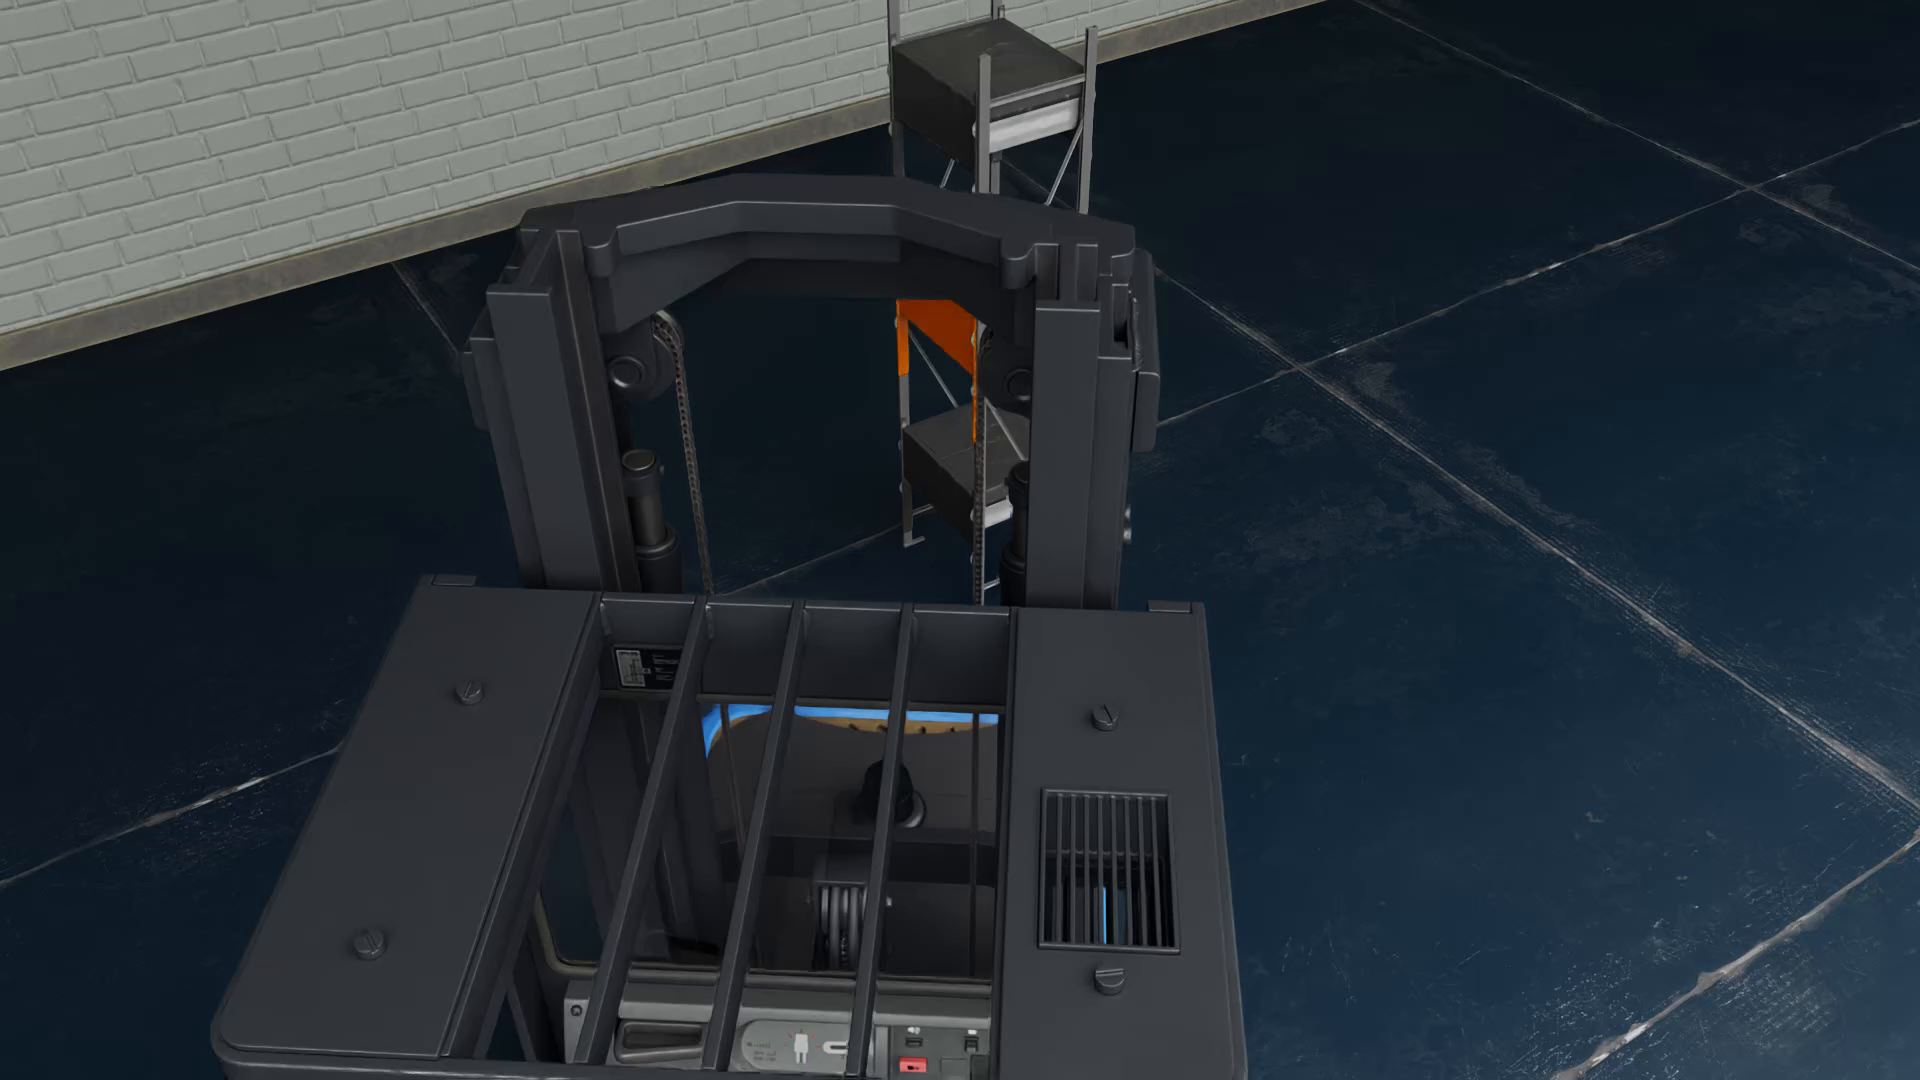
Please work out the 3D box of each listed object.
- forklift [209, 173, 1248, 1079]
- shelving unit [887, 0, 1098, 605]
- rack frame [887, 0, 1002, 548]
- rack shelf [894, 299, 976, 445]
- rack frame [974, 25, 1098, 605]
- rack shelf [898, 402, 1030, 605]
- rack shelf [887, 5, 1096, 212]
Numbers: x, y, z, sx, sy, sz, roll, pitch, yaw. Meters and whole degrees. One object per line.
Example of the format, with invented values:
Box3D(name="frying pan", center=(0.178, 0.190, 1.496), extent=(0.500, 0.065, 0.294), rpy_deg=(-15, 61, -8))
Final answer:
Box3D(name="forklift", center=(-0.224, 1.049, 2.701), extent=(1.130, 2.935, 3.031), rpy_deg=(2, 40, 2))
Box3D(name="shelving unit", center=(0.089, -0.717, 5.471), extent=(0.431, 2.100, 0.503), rpy_deg=(-22, 45, -24))
Box3D(name="rack frame", center=(-0.042, -0.849, 5.629), extent=(0.400, 2.100, 0.015), rpy_deg=(-22, 45, -24))
Box3D(name="rack shelf", center=(0.089, -0.707, 5.479), extent=(0.431, 0.518, 0.480), rpy_deg=(-22, 45, -24))
Box3D(name="rack frame", center=(0.220, -0.586, 5.313), extent=(0.400, 2.100, 0.015), rpy_deg=(-22, 45, -24))
Box3D(name="rack shelf", center=(0.089, -0.169, 5.927), extent=(0.431, 0.518, 0.480), rpy_deg=(-22, 45, -24))
Box3D(name="rack shelf", center=(0.089, -1.245, 5.031), extent=(0.431, 0.518, 0.480), rpy_deg=(-22, 45, -24))
